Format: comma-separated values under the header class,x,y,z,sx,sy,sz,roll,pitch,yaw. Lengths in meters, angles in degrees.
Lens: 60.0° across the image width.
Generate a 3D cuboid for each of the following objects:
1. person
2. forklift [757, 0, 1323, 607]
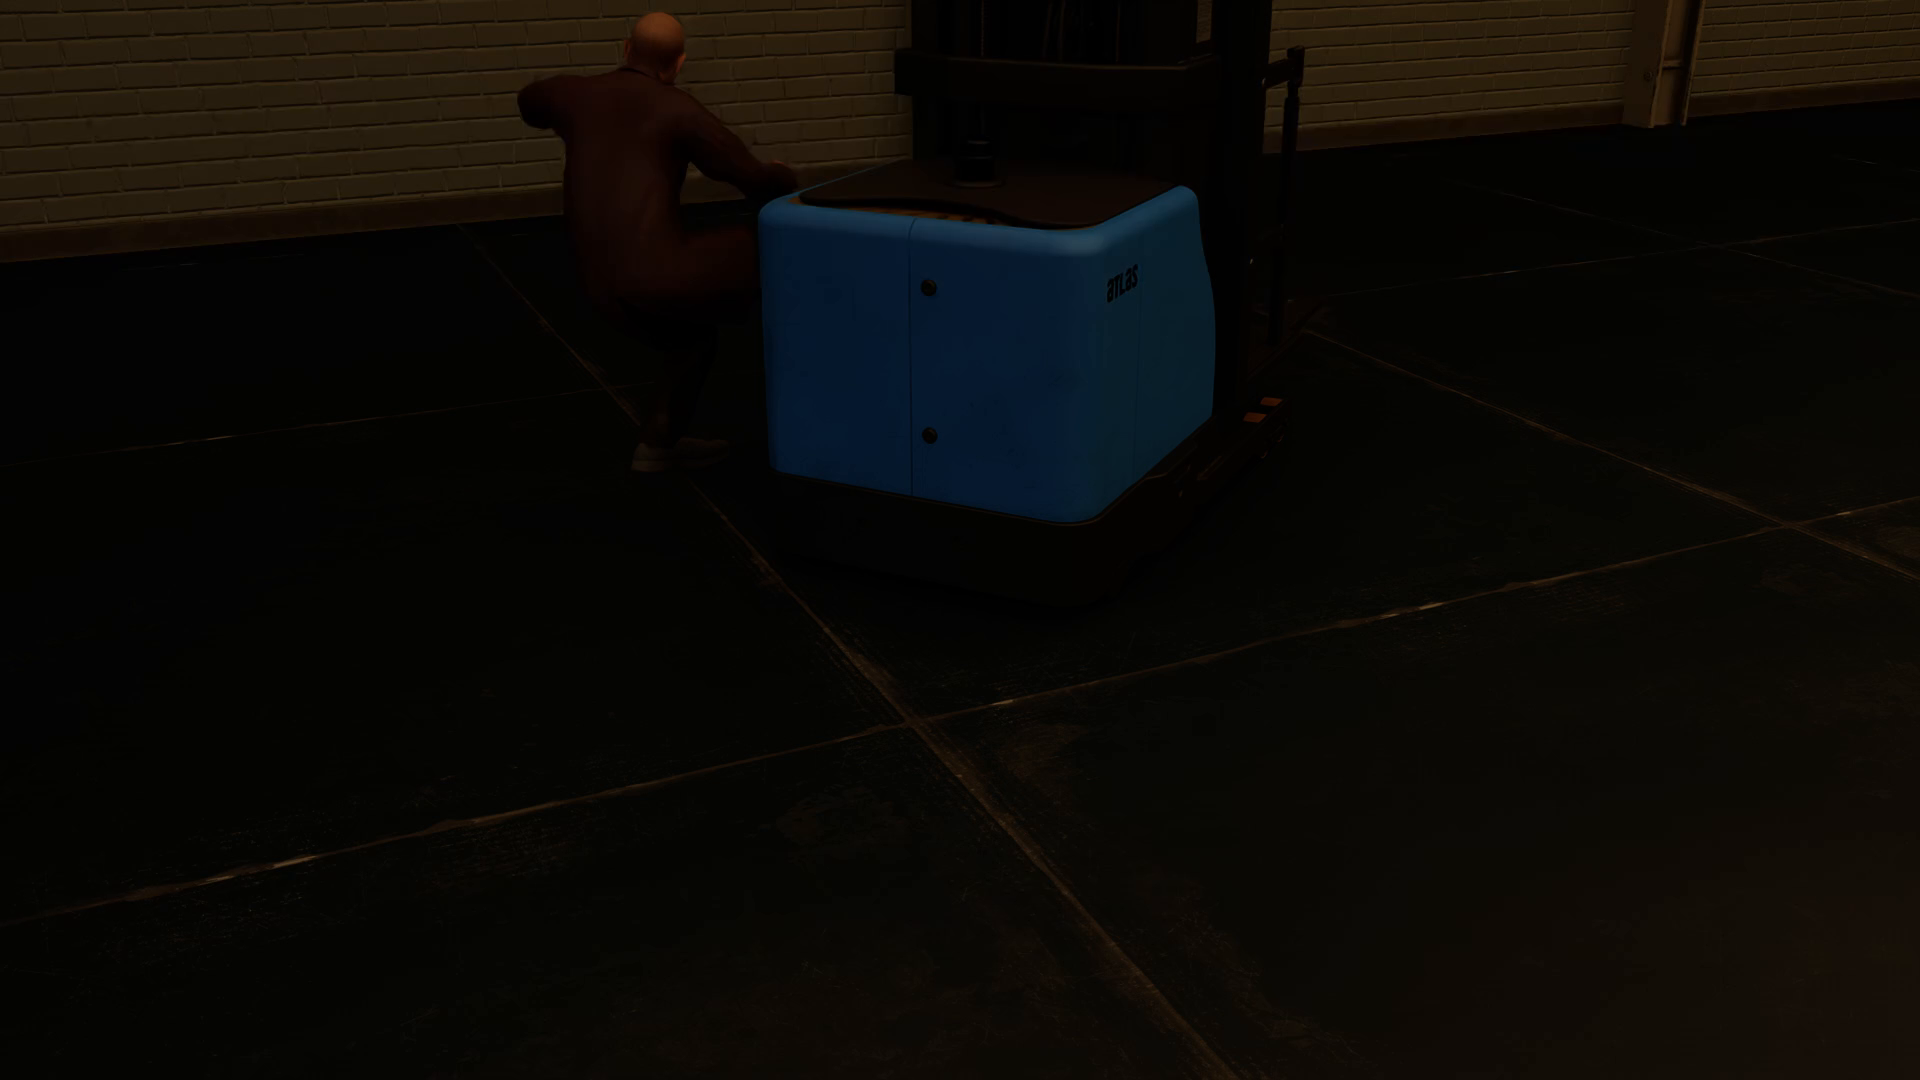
class,x,y,z,sx,sy,sz,roll,pitch,yaw
person,-0.902,-0.965,5.487,1.625,1.480,0.807,10,25,23
forklift,0.540,-1.700,5.379,1.130,2.935,3.031,11,25,24
